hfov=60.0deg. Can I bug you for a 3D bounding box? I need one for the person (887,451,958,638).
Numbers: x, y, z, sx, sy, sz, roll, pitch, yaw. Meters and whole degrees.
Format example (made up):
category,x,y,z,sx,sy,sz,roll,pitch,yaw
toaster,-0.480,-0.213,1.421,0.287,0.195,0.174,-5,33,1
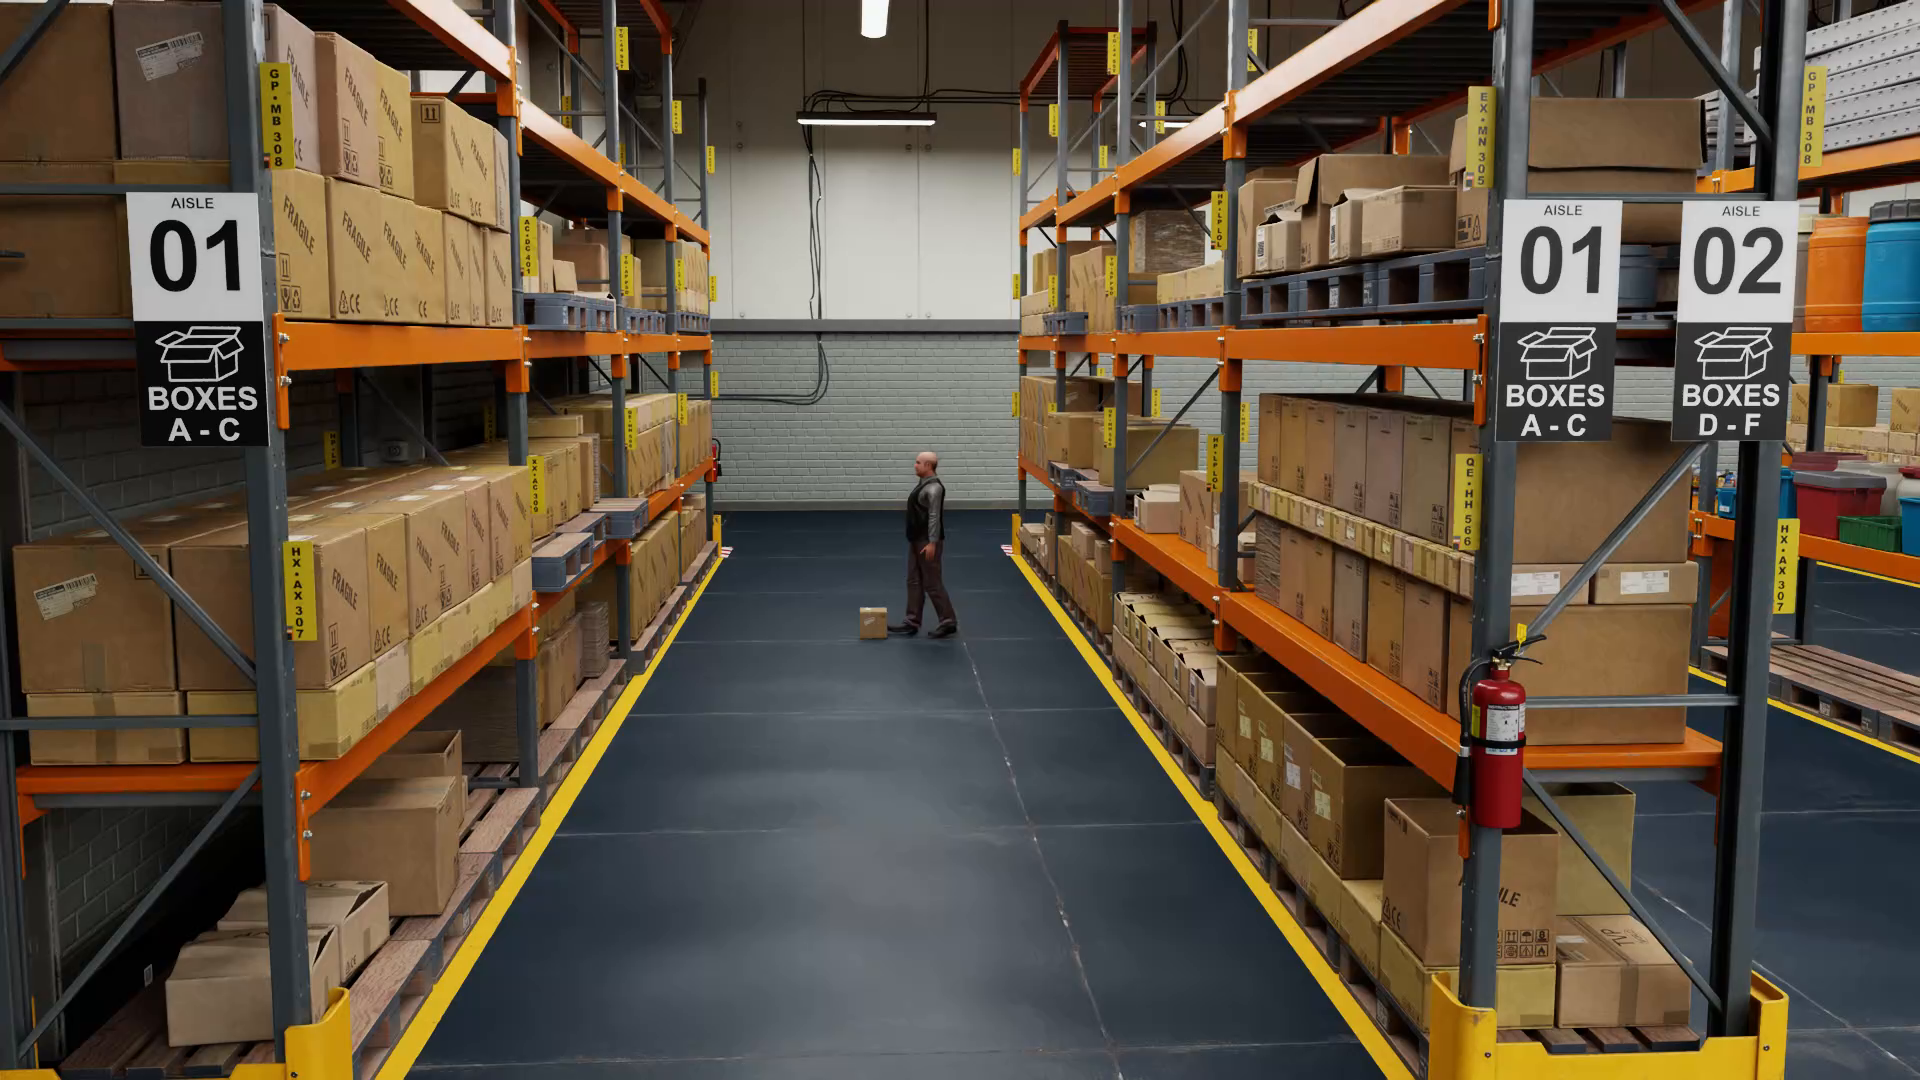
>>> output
category,x,y,z,sx,sy,sz,roll,pitch,yaw
person,-0.356,0.036,15.484,0.652,1.723,0.555,-1,7,-9
